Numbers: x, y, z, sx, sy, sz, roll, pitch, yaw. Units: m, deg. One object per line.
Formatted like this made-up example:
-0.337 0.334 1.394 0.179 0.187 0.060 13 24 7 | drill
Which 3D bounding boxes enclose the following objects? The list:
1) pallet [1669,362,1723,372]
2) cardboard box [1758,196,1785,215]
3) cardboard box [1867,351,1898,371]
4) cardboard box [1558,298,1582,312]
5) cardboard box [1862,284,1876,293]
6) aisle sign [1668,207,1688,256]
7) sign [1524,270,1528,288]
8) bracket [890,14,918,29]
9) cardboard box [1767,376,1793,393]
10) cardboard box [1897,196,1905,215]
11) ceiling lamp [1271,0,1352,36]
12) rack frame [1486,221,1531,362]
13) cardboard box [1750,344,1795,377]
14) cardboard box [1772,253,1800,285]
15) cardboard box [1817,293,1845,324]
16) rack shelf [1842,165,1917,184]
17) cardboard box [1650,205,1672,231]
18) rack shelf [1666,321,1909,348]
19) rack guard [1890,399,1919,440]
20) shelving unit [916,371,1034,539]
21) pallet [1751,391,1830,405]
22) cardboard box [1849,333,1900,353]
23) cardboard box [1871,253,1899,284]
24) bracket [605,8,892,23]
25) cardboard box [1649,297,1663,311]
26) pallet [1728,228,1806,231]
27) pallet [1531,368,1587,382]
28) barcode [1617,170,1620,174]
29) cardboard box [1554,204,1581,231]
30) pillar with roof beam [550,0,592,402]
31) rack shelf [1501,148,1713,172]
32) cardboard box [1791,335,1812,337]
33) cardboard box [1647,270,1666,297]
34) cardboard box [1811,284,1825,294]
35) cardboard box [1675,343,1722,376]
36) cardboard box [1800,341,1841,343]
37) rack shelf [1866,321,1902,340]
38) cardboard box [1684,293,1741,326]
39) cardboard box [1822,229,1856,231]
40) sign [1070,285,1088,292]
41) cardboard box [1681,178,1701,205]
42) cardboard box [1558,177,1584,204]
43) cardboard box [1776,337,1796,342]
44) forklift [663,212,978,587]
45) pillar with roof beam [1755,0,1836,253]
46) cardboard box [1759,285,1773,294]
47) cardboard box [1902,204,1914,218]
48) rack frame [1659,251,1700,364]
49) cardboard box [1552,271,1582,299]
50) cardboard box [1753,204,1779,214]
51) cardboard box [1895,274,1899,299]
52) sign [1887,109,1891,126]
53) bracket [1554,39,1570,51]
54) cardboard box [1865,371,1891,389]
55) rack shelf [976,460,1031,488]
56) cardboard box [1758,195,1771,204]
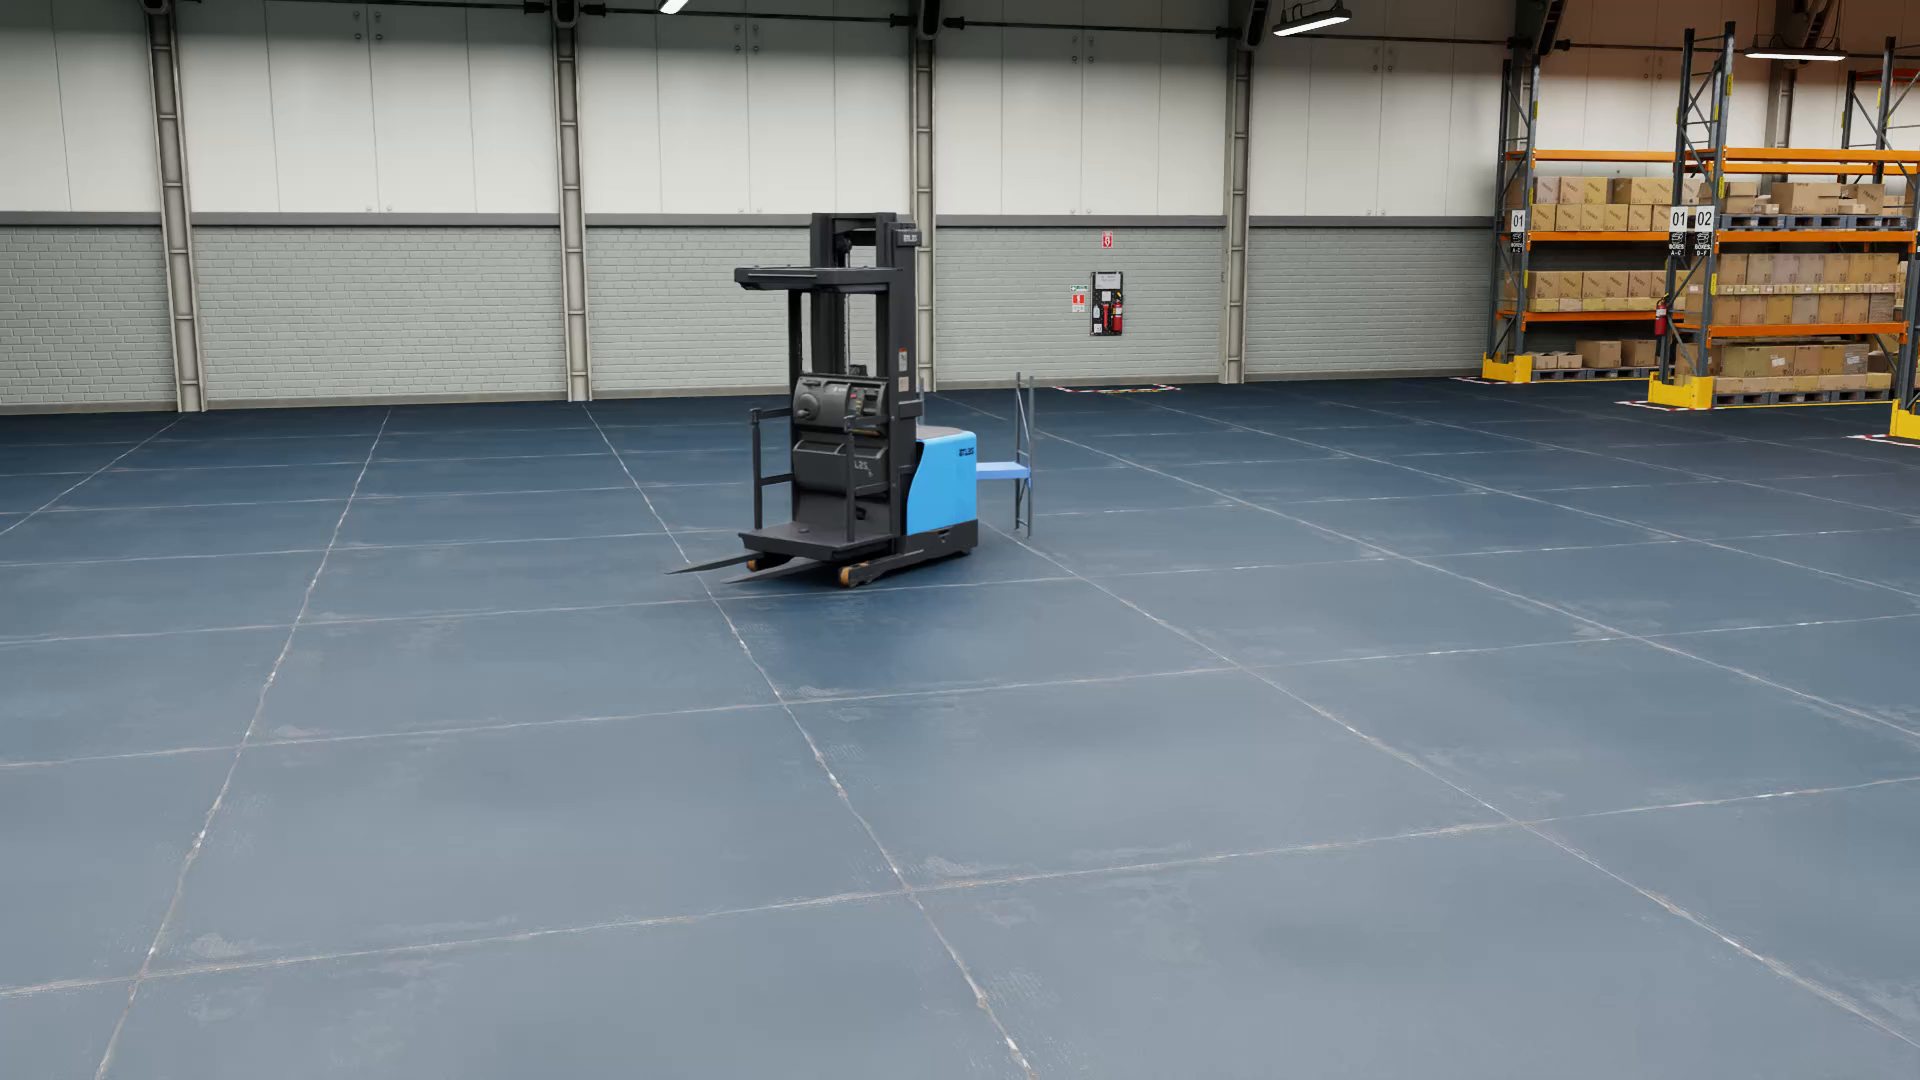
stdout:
15.025 -3.427 33.281 1.213 0.211 1.003 -3 11 -16 | pallet
16.010 -6.566 32.908 0.500 0.500 0.500 -3 11 -18 | cardboard box
15.975 -3.098 28.679 0.500 0.311 0.500 -3 11 -16 | cardboard box
11.490 -4.490 31.716 0.500 0.250 0.500 -3 11 -18 | cardboard box
14.977 -4.189 27.651 0.250 0.149 0.380 -3 11 -18 | cardboard box
11.681 -5.021 27.061 0.004 0.787 0.394 -3 11 -16 | aisle sign
10.590 -4.888 31.123 0.005 0.325 0.100 -3 11 -16 | sign
-0.953 -8.773 28.106 0.430 0.232 0.235 -3 11 -16 | bracket
13.362 -2.589 27.463 0.500 0.250 0.500 -3 11 -16 | cardboard box
19.062 -6.772 33.975 0.500 0.500 0.700 -4 11 -19 | cardboard box
5.077 -9.322 24.912 0.800 3.185 2.000 -3 11 -16 | ceiling lamp
10.438 -4.556 31.714 0.127 3.000 1.000 -3 11 -16 | rack frame
13.359 -2.960 27.406 0.500 0.500 0.500 -3 11 -16 | cardboard box
13.316 -4.460 27.330 0.500 0.500 0.700 -3 11 -16 | cardboard box
14.255 -3.871 27.714 0.500 0.500 0.700 -3 11 -15 | cardboard box
20.039 -7.462 34.021 4.000 0.370 1.077 -3 11 -16 | rack shelf
13.373 -6.201 32.031 0.500 0.500 0.500 -4 11 -21 | cardboard box
13.746 -3.443 27.652 4.000 0.370 1.077 -3 11 -16 | rack shelf
13.267 -1.617 22.650 0.348 0.500 1.175 -3 11 -16 | rack guard
0.101 -0.771 15.296 1.048 1.500 0.538 -2 11 -13 | shelving unit
13.718 -2.431 27.871 1.213 0.211 1.003 -3 11 -16 | pallet
18.862 -4.125 34.148 0.750 0.750 0.750 -3 11 -17 | cardboard box
15.242 -4.561 27.882 0.500 0.500 0.700 -3 11 -16 | cardboard box
-3.443 -8.641 27.393 4.783 0.066 0.076 -3 11 -16 | bracket
13.428 -4.594 32.279 0.500 0.250 0.500 -3 11 -16 | cardboard box
15.896 -6.207 32.916 1.003 0.211 1.213 -3 11 -16 | pallet
11.301 -3.223 32.177 1.213 0.211 1.003 -3 11 -16 | pallet
12.824 -7.172 32.393 0.075 0.075 0.001 -3 11 -16 | barcode
11.354 -6.085 31.401 0.500 0.500 0.500 -2 11 -12 | cardboard box
-5.211 -6.033 23.167 0.548 9.000 9.100 -3 11 -16 | pillar with roof beam
12.358 -7.252 31.786 4.000 0.370 1.077 -3 11 -16 | rack shelf
16.877 -4.253 33.687 0.500 0.250 0.500 -3 11 -15 | cardboard box
13.433 -4.959 32.192 0.500 0.500 0.500 -3 11 -16 | cardboard box
13.992 -4.137 27.368 0.250 0.149 0.380 -3 11 -14 | cardboard box
12.258 -2.997 27.608 0.500 0.500 0.500 -3 11 -16 | cardboard box
14.656 -3.125 28.303 0.500 0.500 0.500 -3 11 -16 | cardboard box
17.587 -3.645 28.751 4.000 0.370 1.077 -3 11 -16 | rack shelf
12.278 -3.766 27.144 0.500 0.500 0.700 -3 11 -16 | cardboard box
17.503 -6.319 33.194 0.500 0.311 0.500 -3 11 -16 | cardboard box
2.171 -4.587 30.317 0.331 0.109 0.001 -3 11 -16 | sign
13.873 -6.712 32.046 0.500 0.500 0.500 -4 11 -21 | cardboard box
11.371 -6.576 31.307 0.500 0.500 0.500 -3 11 -17 | cardboard box
16.446 -3.867 33.657 0.500 0.500 0.700 -3 11 -16 | cardboard box
-1.111 -1.163 13.472 1.130 2.935 3.031 7 13 35 | forklift
17.832 -7.248 29.764 0.548 9.000 9.100 -3 11 -16 | pillar with roof beam
12.998 -4.084 27.083 0.250 0.149 0.380 -3 11 -17 | cardboard box
16.261 -5.535 28.001 0.500 0.250 0.500 -2 11 -10 | cardboard box
14.278 -4.758 32.813 0.127 3.000 1.000 -3 11 -16 | rack frame
11.457 -4.856 31.631 0.500 0.500 0.500 -3 11 -16 | cardboard box
13.005 -5.351 26.894 0.250 0.149 0.380 -3 11 -16 | cardboard box
18.657 -5.146 33.767 0.500 0.500 0.500 -3 11 -14 | cardboard box
18.280 -8.316 32.768 0.005 0.325 0.100 -3 11 -16 | sign
11.366 -9.422 31.633 0.430 0.232 0.235 -3 11 -16 | bracket
15.282 -2.690 28.014 0.500 0.250 0.500 -3 11 -16 | cardboard box
0.101 -0.594 15.329 1.000 0.185 0.538 -2 11 -13 | rack shelf
13.392 -5.534 27.441 0.500 0.311 0.500 -2 11 -9 | cardboard box
